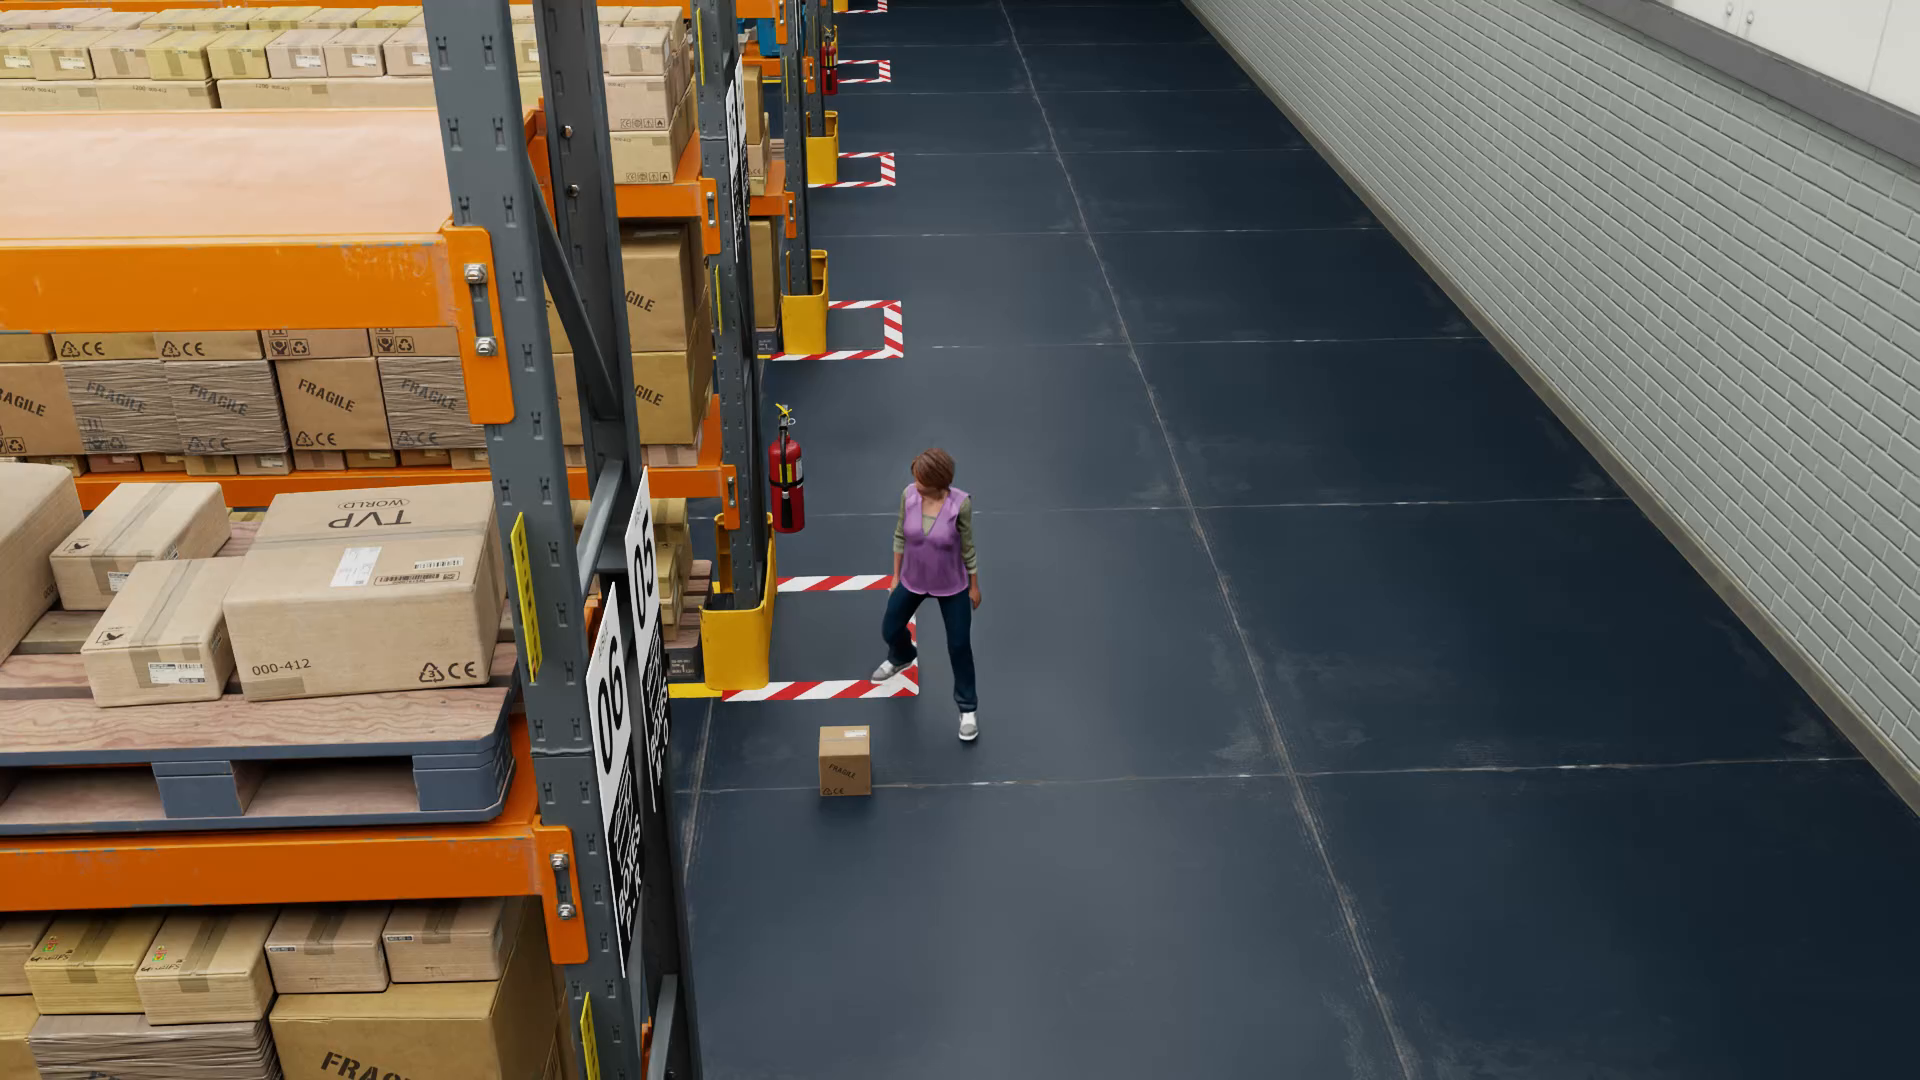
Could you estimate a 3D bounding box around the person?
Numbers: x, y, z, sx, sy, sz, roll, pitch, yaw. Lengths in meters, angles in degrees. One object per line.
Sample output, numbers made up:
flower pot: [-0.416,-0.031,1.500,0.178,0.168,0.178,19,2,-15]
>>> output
person: [-0.185,0.205,8.552,0.670,1.587,0.522,7,29,13]
